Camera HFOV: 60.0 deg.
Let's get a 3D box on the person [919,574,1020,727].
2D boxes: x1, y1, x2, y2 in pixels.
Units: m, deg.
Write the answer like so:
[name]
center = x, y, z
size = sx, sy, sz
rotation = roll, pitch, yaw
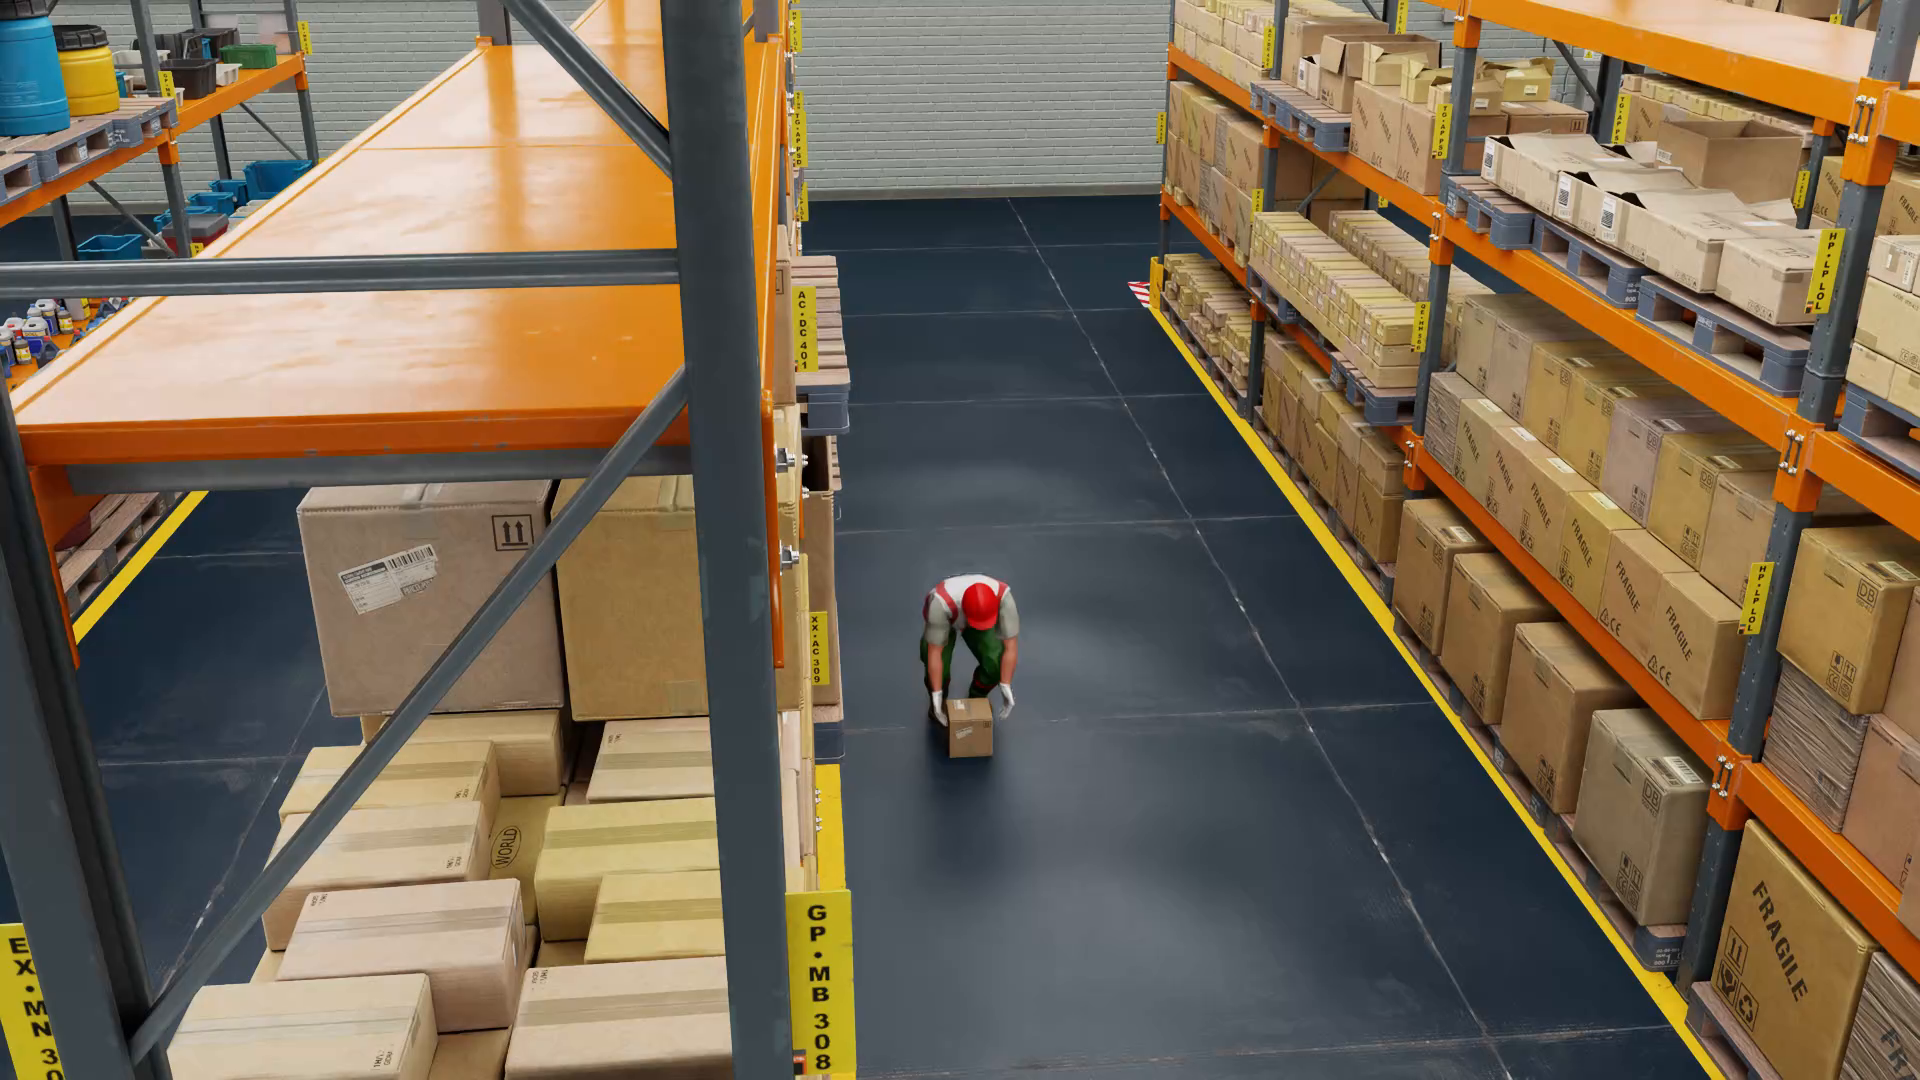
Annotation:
[person]
center = 0.049, 0.596, 9.873
size = 0.578, 1.040, 0.872
rotation = -2, 24, -5
